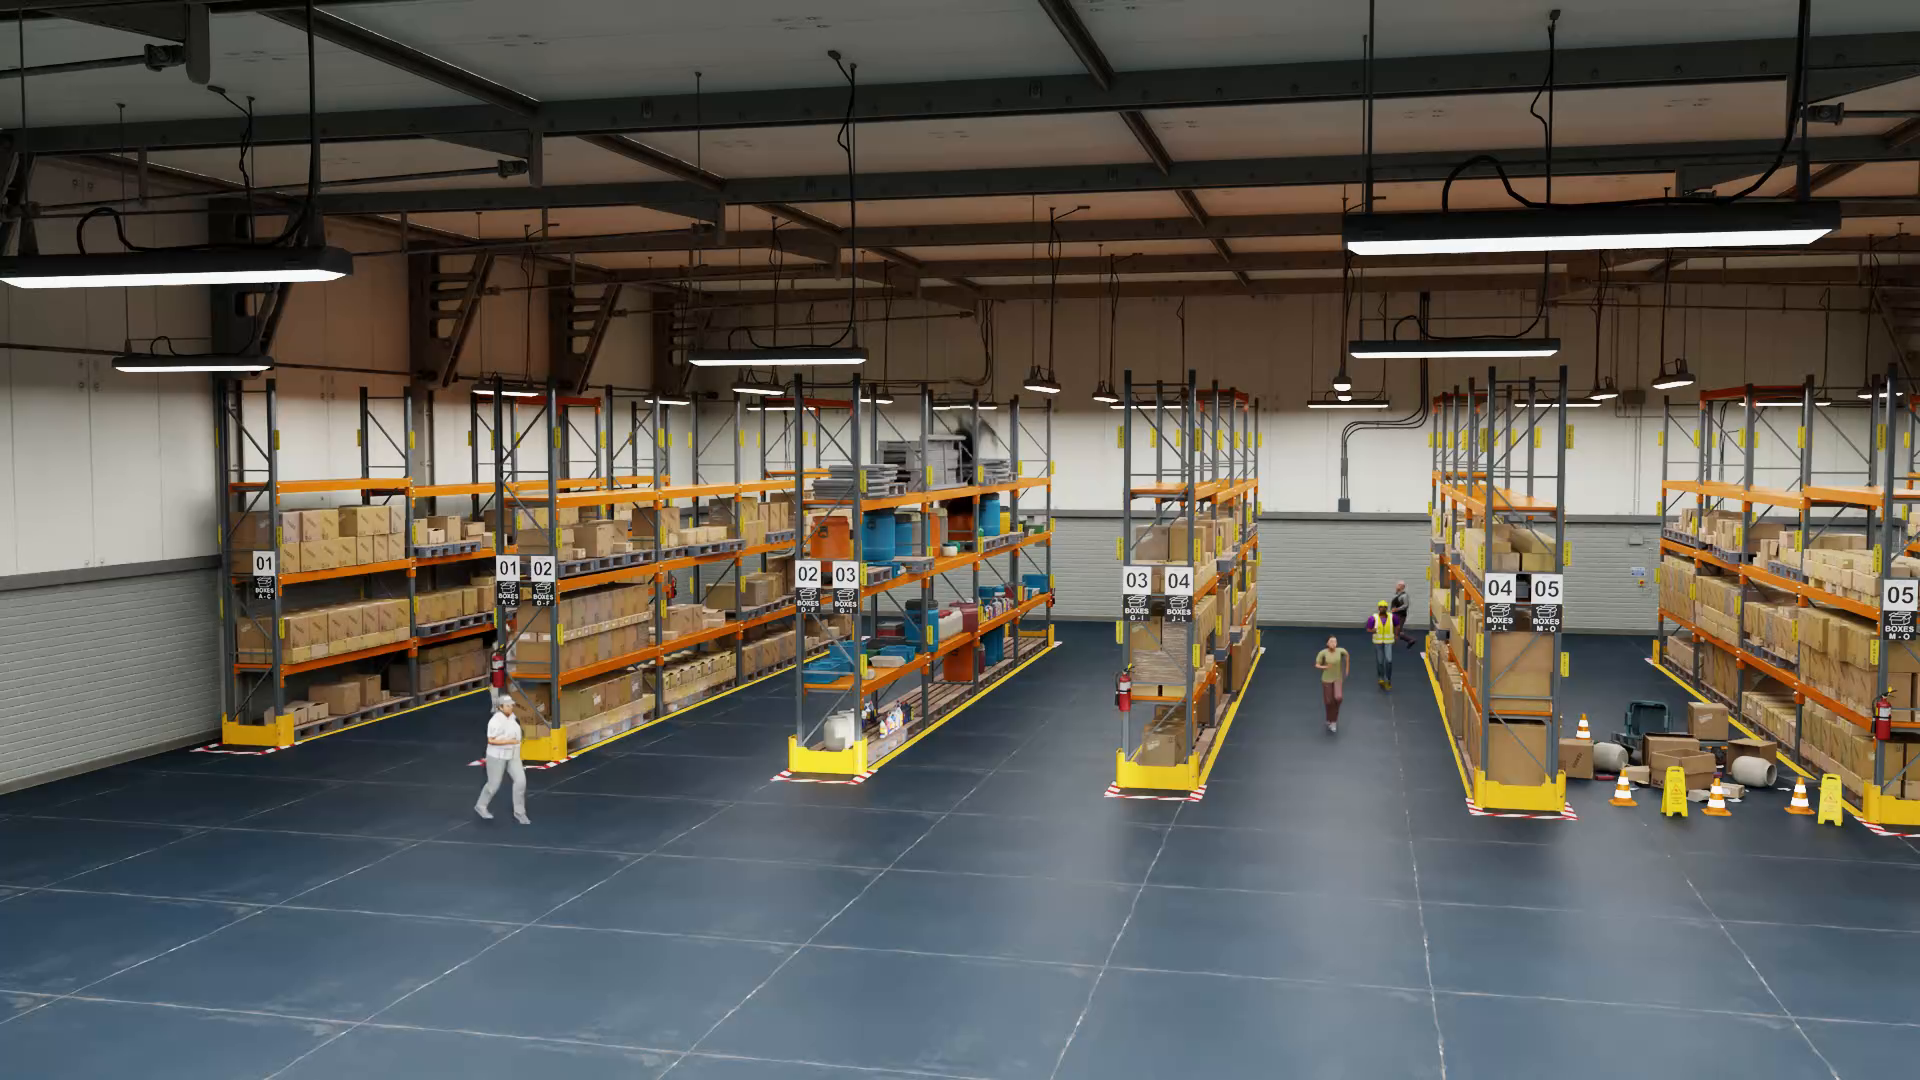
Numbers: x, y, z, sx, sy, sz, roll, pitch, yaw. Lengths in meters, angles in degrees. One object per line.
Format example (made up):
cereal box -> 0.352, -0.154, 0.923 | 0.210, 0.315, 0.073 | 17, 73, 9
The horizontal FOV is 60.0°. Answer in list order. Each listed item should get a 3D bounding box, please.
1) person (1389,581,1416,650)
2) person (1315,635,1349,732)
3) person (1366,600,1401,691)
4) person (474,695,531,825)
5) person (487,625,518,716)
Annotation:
person -> 10.402, 1.809, 39.451 | 0.875, 1.668, 0.691 | 0, 3, -7
person -> 6.414, 2.449, 28.655 | 0.602, 1.670, 0.794 | 0, 3, 5
person -> 8.523, 2.120, 33.496 | 0.672, 1.824, 0.762 | 1, 4, 15
person -> -5.998, 2.877, 21.753 | 0.836, 1.716, 0.551 | 2, 4, 32
person -> -7.866, 2.362, 28.705 | 0.656, 1.814, 0.918 | 0, 3, 5
